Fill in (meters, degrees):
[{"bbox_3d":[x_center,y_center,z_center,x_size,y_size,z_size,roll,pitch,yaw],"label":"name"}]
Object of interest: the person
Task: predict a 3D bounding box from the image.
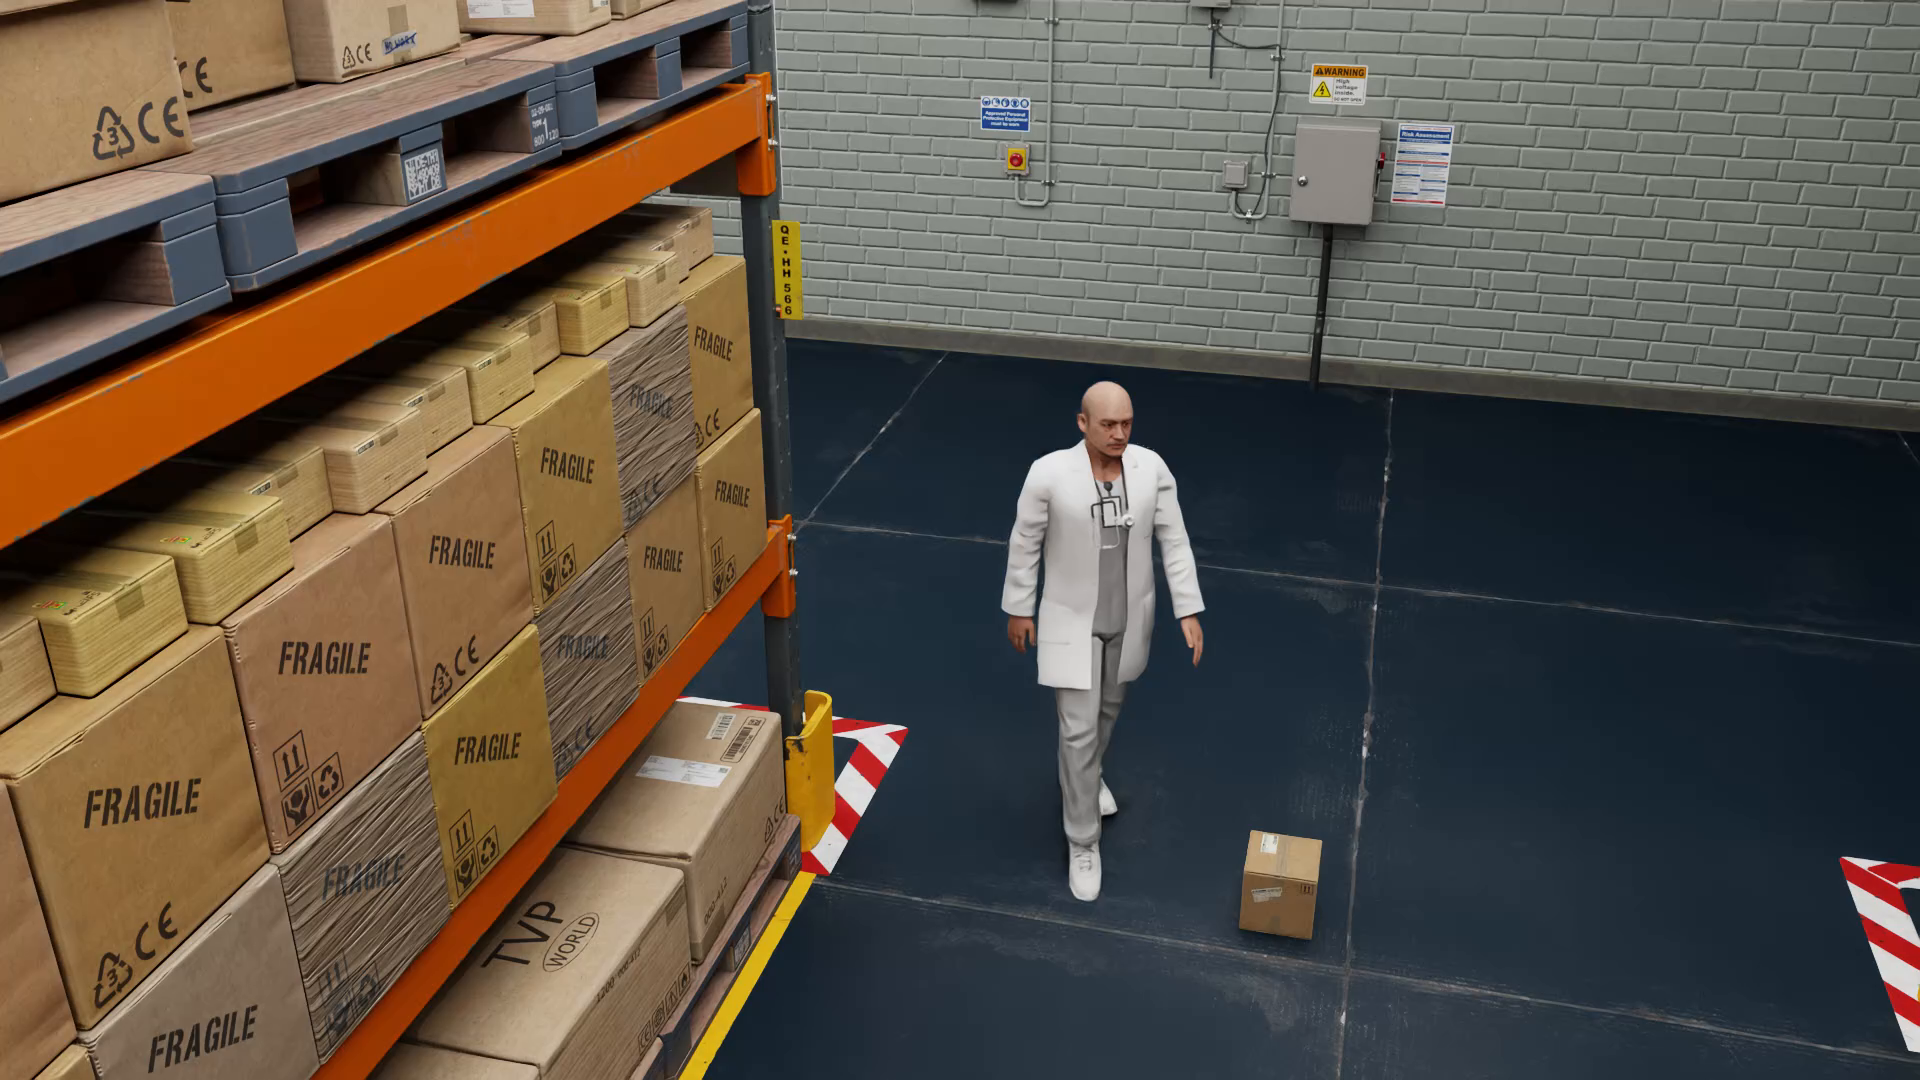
[{"bbox_3d":[0.525,0.311,5.961,0.669,1.798,0.783,-8,26,-16],"label":"person"}]
